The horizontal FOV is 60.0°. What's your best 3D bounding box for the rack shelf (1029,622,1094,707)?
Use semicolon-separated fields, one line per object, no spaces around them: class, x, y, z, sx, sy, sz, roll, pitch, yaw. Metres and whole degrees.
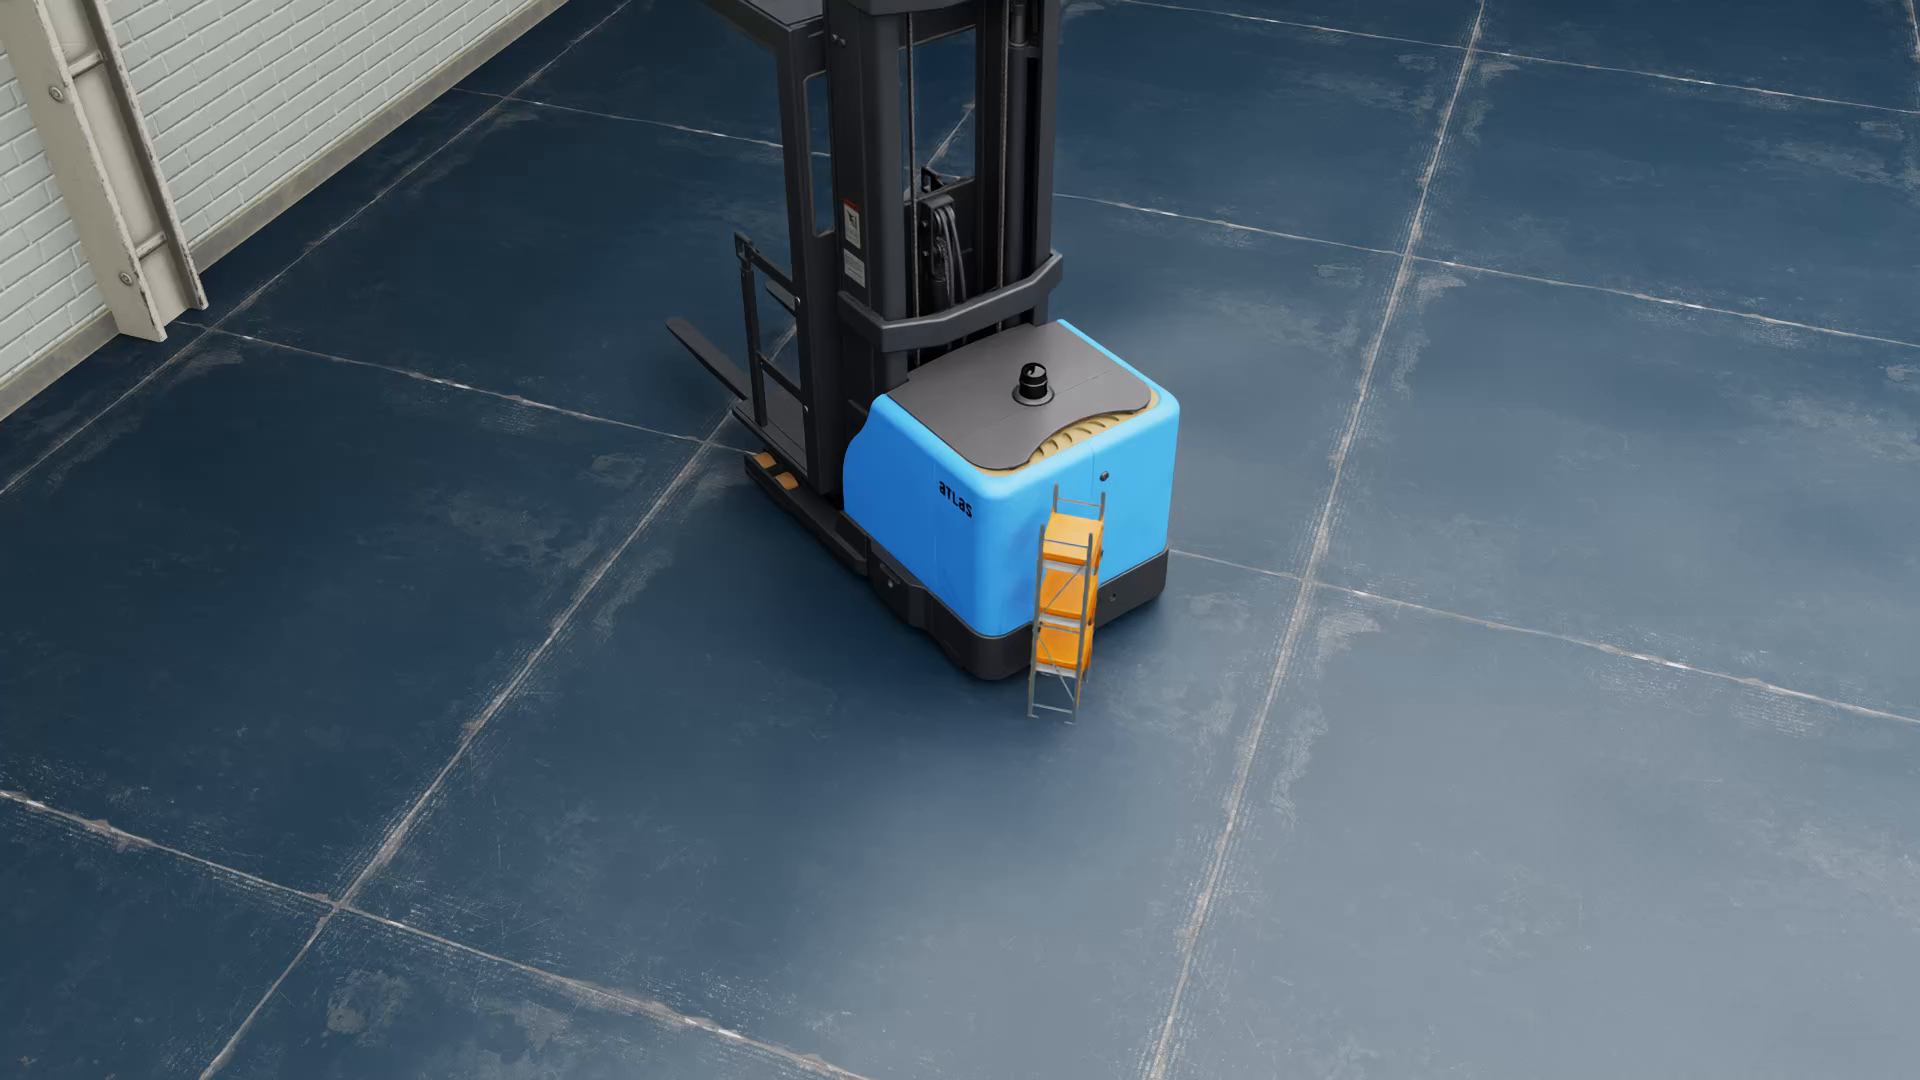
rack shelf;0.411;0.486;6.762;0.215;0.259;0.240;11;43;10

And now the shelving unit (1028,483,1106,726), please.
shelving unit;0.416;0.271;6.569;0.215;1.050;0.252;11;43;10

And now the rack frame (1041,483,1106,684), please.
rack frame;0.447;0.193;6.657;0.200;1.050;0.008;11;43;10

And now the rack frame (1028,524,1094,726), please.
rack frame;0.385;0.350;6.481;0.200;1.050;0.008;11;43;10

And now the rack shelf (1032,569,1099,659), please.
rack shelf;0.416;0.279;6.576;0.215;0.259;0.240;11;43;10

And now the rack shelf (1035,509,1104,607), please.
rack shelf;0.421;0.068;6.387;0.215;0.259;0.240;11;43;10

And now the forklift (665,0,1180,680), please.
forklift;-0.374;-1.441;7.134;1.130;2.935;3.031;-26;47;-27

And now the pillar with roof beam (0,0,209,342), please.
pillar with roof beam;-0.333;-3.687;5.092;9.100;9.000;0.400;13;42;15
